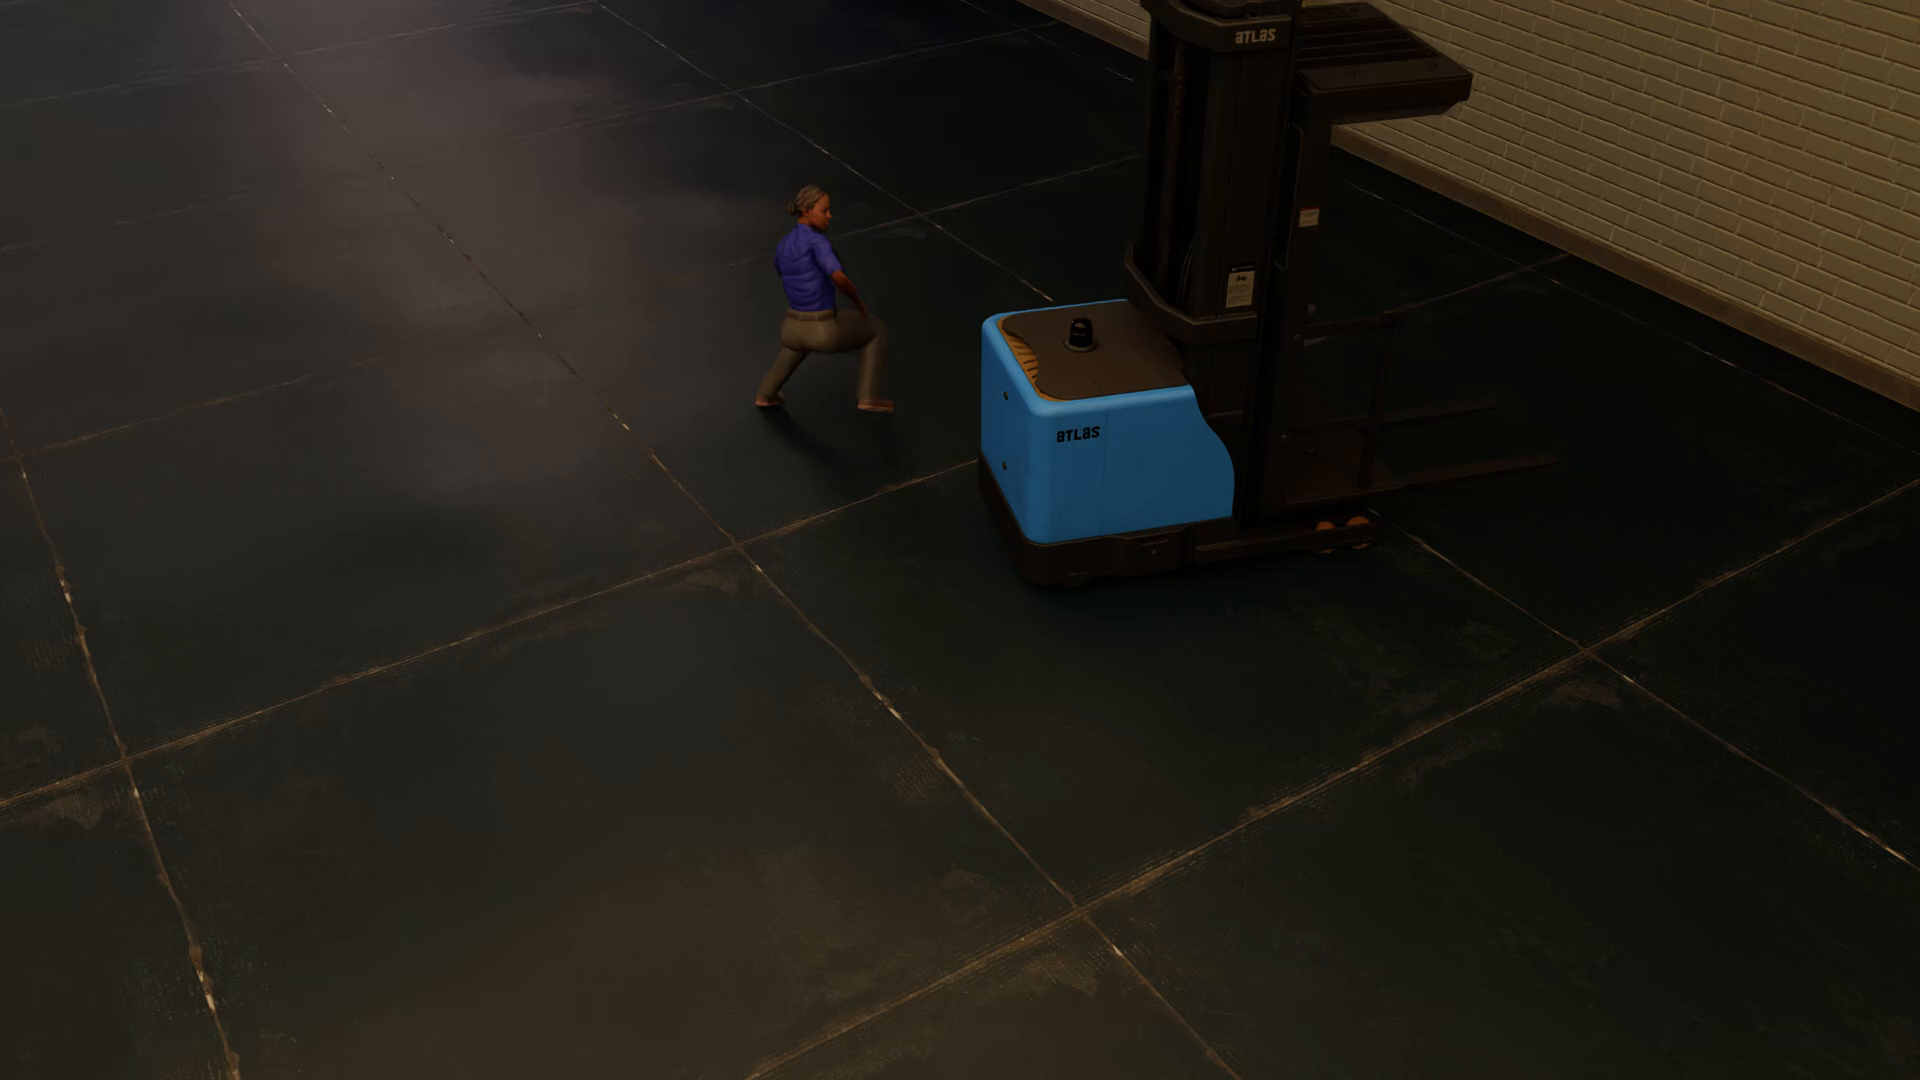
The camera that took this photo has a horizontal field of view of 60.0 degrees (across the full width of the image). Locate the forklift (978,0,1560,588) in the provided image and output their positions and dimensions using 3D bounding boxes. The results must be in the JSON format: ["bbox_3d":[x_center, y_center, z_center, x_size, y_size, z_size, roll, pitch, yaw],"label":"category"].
[{"bbox_3d":[1.670,-1.413,8.159,3.031,2.935,1.130,-8,36,-12],"label":"forklift"}]

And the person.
[{"bbox_3d":[-0.797,-1.295,9.371,0.844,1.446,0.652,22,40,28],"label":"person"}]
